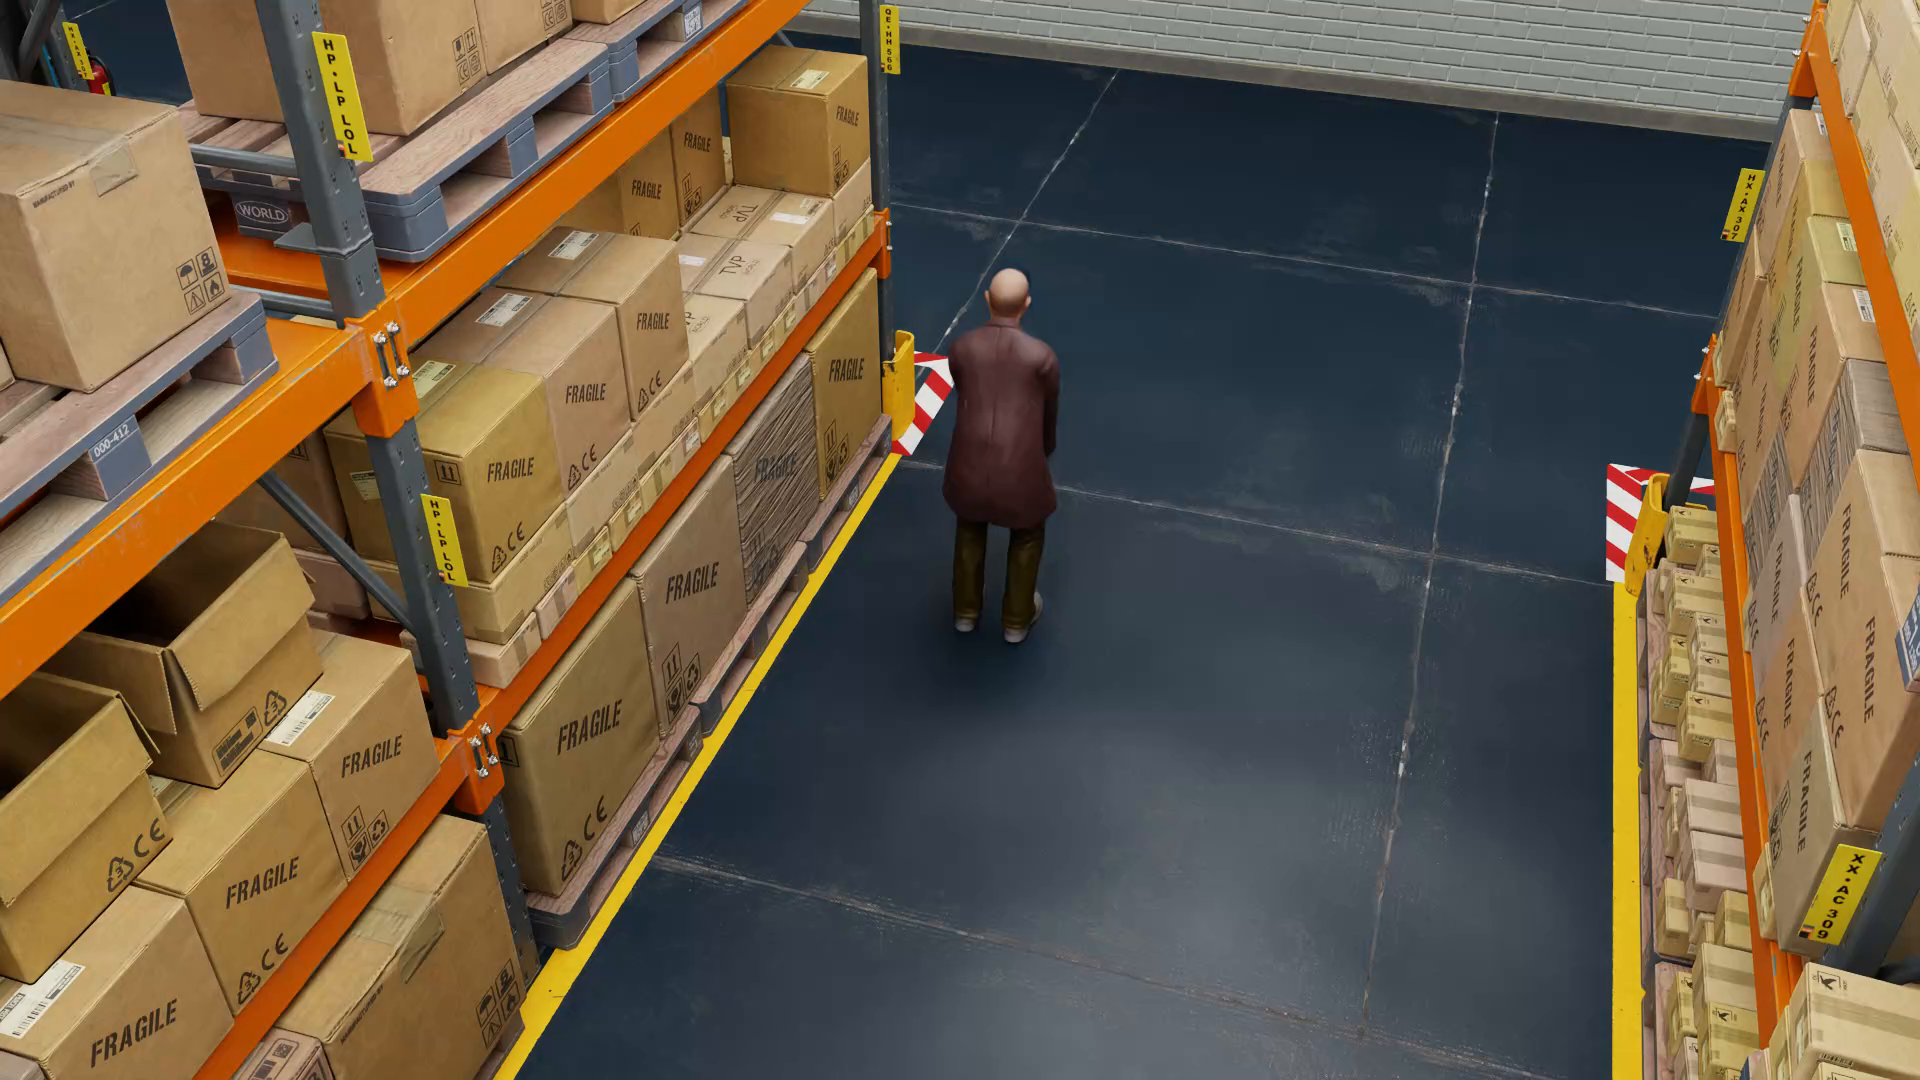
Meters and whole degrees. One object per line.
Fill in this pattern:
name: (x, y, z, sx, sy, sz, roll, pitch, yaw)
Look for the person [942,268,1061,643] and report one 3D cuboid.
person: (0.203, -0.384, 7.459, 0.534, 1.742, 0.605, 10, 38, 13)
